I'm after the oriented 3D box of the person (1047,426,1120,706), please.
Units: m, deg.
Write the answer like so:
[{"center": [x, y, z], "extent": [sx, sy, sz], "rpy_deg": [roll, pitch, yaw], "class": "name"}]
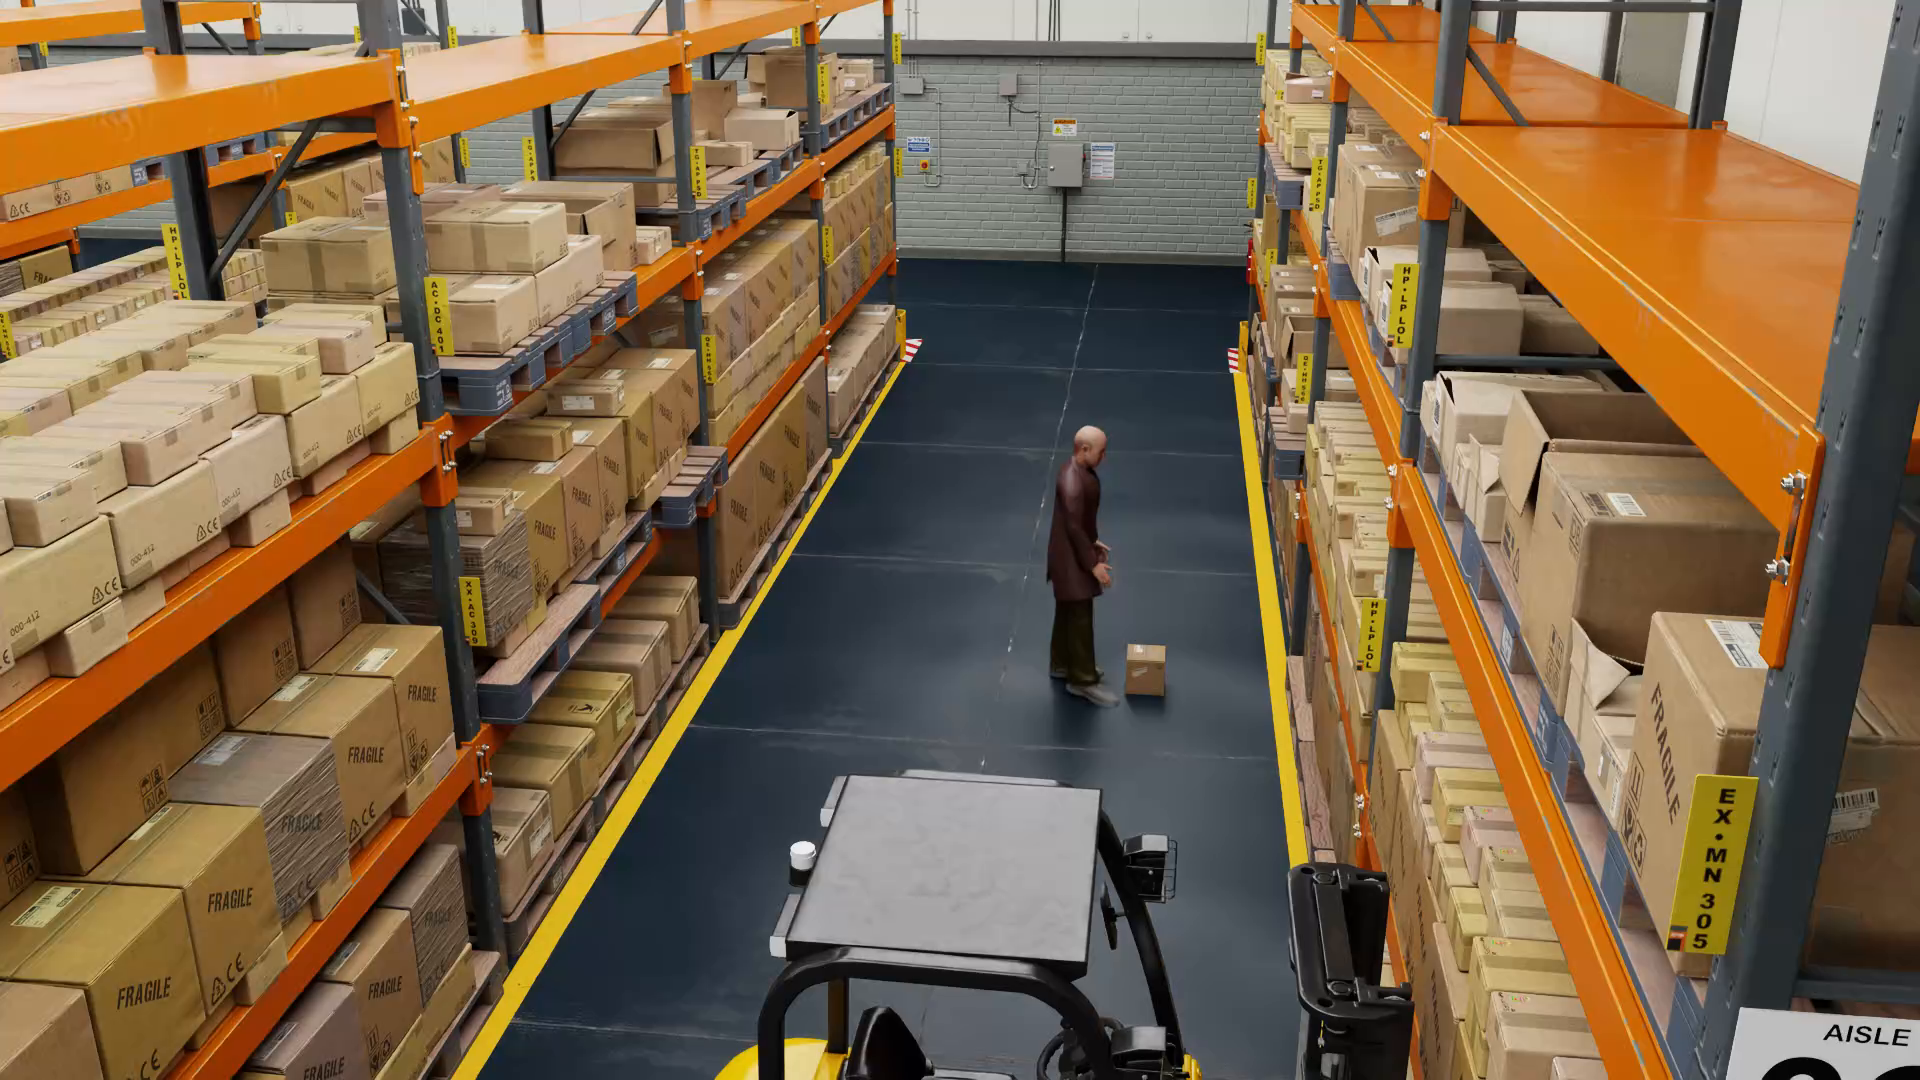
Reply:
[{"center": [0.814, 0.132, 10.748], "extent": [0.507, 1.799, 0.587], "rpy_deg": [2, 21, 6], "class": "person"}]
